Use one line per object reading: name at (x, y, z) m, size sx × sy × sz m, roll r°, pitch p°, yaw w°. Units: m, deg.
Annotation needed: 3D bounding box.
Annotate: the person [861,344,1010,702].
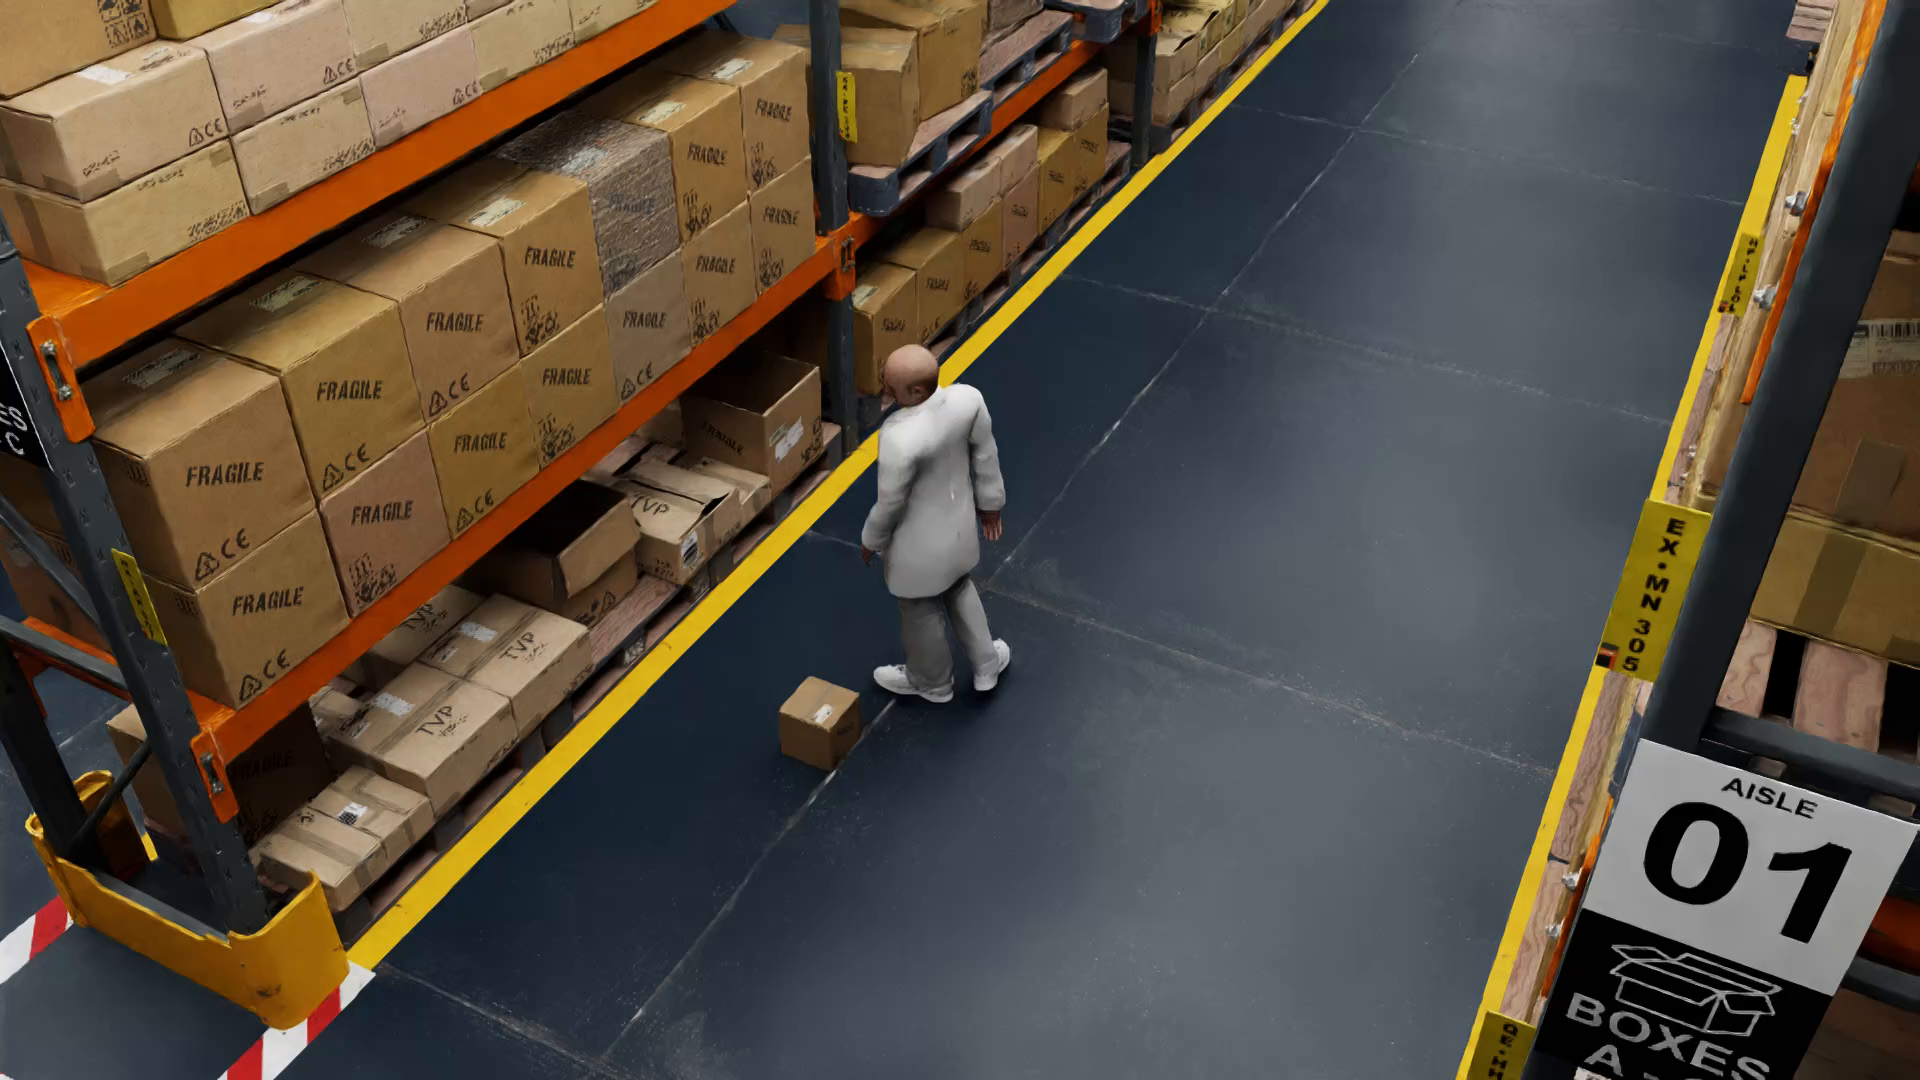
person at (-0.089, -0.067, 6.829) m, size 0.507 × 1.777 × 0.706 m, roll 25°, pitch 44°, yaw 29°
